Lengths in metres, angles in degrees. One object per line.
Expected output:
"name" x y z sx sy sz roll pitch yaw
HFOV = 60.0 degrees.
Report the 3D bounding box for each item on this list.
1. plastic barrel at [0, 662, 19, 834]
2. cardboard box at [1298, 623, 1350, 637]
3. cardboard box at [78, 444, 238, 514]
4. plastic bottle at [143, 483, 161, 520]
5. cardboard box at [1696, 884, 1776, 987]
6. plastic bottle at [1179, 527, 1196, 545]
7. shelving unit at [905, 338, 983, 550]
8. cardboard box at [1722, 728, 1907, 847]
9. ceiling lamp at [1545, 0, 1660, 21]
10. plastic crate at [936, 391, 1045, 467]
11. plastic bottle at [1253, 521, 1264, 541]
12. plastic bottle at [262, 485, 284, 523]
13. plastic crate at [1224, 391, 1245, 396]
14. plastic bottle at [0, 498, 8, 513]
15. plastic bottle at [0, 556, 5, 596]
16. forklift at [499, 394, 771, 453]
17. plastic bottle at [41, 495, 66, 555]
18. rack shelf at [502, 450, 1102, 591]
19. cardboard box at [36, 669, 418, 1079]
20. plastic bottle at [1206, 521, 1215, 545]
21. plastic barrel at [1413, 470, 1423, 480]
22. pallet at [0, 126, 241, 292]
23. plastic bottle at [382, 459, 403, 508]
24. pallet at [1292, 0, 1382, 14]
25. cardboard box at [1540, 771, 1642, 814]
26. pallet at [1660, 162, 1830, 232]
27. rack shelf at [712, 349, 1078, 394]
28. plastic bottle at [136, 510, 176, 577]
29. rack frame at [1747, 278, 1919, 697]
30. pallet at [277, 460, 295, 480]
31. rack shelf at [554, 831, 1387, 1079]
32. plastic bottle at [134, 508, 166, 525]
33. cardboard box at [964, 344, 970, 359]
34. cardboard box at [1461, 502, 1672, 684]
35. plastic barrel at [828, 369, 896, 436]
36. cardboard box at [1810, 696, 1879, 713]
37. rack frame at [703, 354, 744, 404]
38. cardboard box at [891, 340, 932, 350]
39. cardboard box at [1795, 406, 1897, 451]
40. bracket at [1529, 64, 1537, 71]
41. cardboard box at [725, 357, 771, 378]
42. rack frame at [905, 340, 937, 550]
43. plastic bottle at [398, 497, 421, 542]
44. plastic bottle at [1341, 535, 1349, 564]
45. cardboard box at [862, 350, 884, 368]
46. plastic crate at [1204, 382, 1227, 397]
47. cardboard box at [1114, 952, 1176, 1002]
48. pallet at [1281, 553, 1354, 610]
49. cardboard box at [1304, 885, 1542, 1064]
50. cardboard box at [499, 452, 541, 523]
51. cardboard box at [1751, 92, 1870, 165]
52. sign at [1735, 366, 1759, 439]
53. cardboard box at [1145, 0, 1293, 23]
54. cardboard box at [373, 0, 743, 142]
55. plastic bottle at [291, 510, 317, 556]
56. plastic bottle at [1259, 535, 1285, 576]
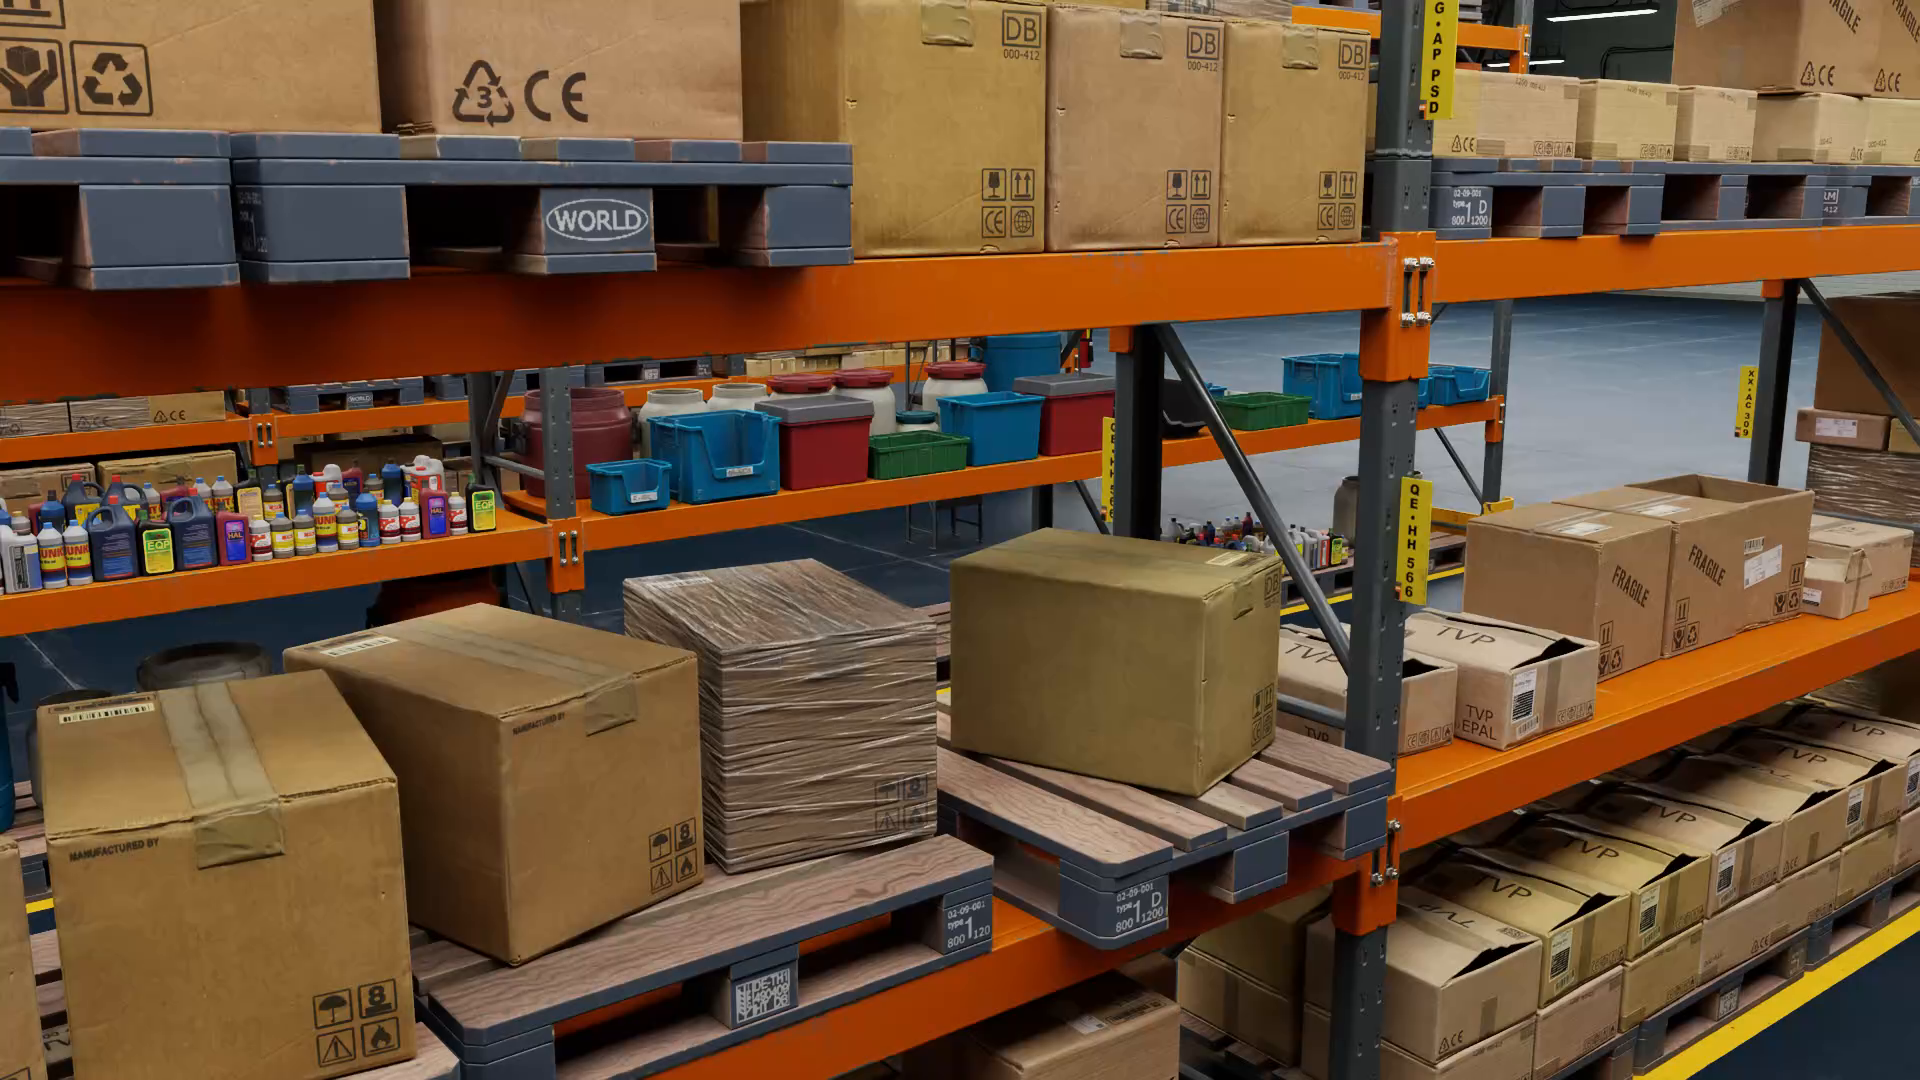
"plastic barrel" -4.404 0.821 7.083 0.708 0.901 0.600 -9 15 -38
"cardboard box" 1.352 0.406 5.601 0.250 0.149 0.380 -9 15 -38
"cardboard box" -5.915 -0.243 12.155 0.875 0.875 1.225 -10 16 -40
"plastic bottle" -3.818 -0.132 7.841 0.097 0.271 0.097 0 12 0
"cardboard box" 2.610 1.363 6.096 0.500 0.250 0.500 -9 15 -37
"plastic bottle" 1.663 0.051 12.147 0.133 0.283 0.061 -9 15 -38
"shelving unit" -0.129 -1.006 13.810 0.503 2.100 0.431 -9 15 -38
"cardboard box" 3.406 0.958 6.654 0.500 0.311 0.500 -9 15 -36
"ceiling lamp" 11.361 -10.699 28.796 0.800 3.185 2.000 -9 15 -38
"plastic crate" 0.187 -0.677 10.135 0.575 0.384 0.392 -9 15 -38
"plastic bottle" 2.286 -0.046 12.801 0.097 0.201 0.097 0 12 0
"plastic bottle" -3.382 -0.171 8.189 0.097 0.201 0.097 0 12 0
"plastic crate" 1.964 -1.001 12.258 0.437 0.136 0.530 -9 15 -38
"plastic bottle" -4.321 -0.044 7.412 0.135 0.276 0.152 -9 15 -38
"plastic bottle" -3.962 0.128 6.784 0.097 0.201 0.097 0 12 0
"forklift" -3.303 -2.189 17.382 3.031 2.935 1.130 -4 13 -19
"plastic bottle" -4.106 -0.068 7.540 0.097 0.271 0.097 0 12 0
"rack shelf" -0.707 -0.267 9.897 4.000 0.370 1.077 -9 15 -38
"cardboard box" -1.294 0.584 2.904 0.500 0.500 0.700 -7 14 -29
"plastic bottle" 1.863 -0.010 12.463 0.097 0.271 0.097 0 12 0
"plastic barrel" 3.512 -0.288 13.243 0.421 0.512 0.421 0 12 0
"pallet" -1.748 -0.485 2.423 1.003 0.211 1.213 -9 15 -38
"plastic bottle" -2.917 -0.282 8.546 0.097 0.271 0.097 0 12 0
"pallet" 2.434 -3.796 11.757 1.213 0.211 1.003 -9 15 -38
"cardboard box" 2.268 1.003 6.440 0.500 0.311 0.500 -9 15 -36
"pallet" 2.168 -1.179 5.691 1.213 0.211 1.003 -9 15 -35
"rack shelf" -0.678 -1.590 16.125 4.000 0.370 1.077 -9 15 -38
"plastic bottle" -3.459 0.009 7.147 0.133 0.283 0.061 -9 15 -38
"rack frame" 3.946 -0.075 7.259 0.127 3.000 1.000 -9 15 -38
"pallet" -6.768 -0.864 17.689 1.213 0.211 1.003 -9 15 -38
"rack shelf" -0.739 1.056 3.667 4.000 0.370 1.077 -9 15 -38
"plastic bottle" -3.497 -0.001 7.193 0.133 0.283 0.061 -9 15 -38
"cardboard box" 0.005 -1.879 16.360 0.250 0.149 0.380 -9 15 -38
"cardboard box" 2.122 0.175 5.842 0.500 0.500 0.500 -11 16 -41
"plastic barrel" -0.603 -0.761 10.165 0.433 0.535 0.433 0 12 0
"cardboard box" 4.568 0.906 8.249 0.500 0.250 0.500 -9 15 -38
"rack frame" -2.240 -1.682 14.828 0.127 3.000 1.000 -9 15 -38
"cardboard box" -0.694 -2.123 15.950 0.500 0.500 0.875 -9 15 -38
"cardboard box" 4.024 -0.511 7.511 0.250 0.149 0.380 -9 15 -38
"bracket" 16.304 -13.561 47.660 0.430 0.232 0.235 -9 15 -38
"cardboard box" -1.884 -1.538 14.756 0.250 0.149 0.380 -9 15 -38
"rack frame" -0.320 -0.974 13.660 0.015 2.100 0.400 -9 15 -38
"plastic bottle" -2.600 -0.099 7.851 0.097 0.201 0.097 0 12 0
"plastic bottle" 2.818 0.065 12.277 0.097 0.201 0.097 0 12 0
"cardboard box" -0.923 -1.704 15.538 0.250 0.149 0.380 -9 15 -38
"plastic crate" 1.549 -0.994 11.944 0.616 0.251 0.499 -9 15 -38
"cardboard box" 0.288 1.465 4.969 0.500 0.500 0.500 -9 15 -35
"pallet" 2.358 0.246 12.463 1.213 0.211 1.003 -9 15 -38
"cardboard box" 1.415 1.289 5.094 0.500 0.311 0.500 -9 15 -36
"cardboard box" -3.554 -0.467 14.064 0.500 0.500 0.700 -11 16 -42
"cardboard box" 3.032 -1.524 6.213 0.500 0.250 0.500 -11 17 -43
"sign" 3.598 -0.627 7.584 0.005 0.325 0.100 -9 15 -38
"cardboard box" 0.478 -1.505 4.127 0.500 0.500 0.500 -9 15 -38
"cardboard box" -0.822 -1.034 3.063 0.600 0.600 0.600 -10 16 -40
"plastic bottle" -2.980 -0.036 7.553 0.097 0.201 0.097 0 12 0
"plastic bottle" 2.223 0.085 11.826 0.185 0.351 0.144 -10 15 -38
